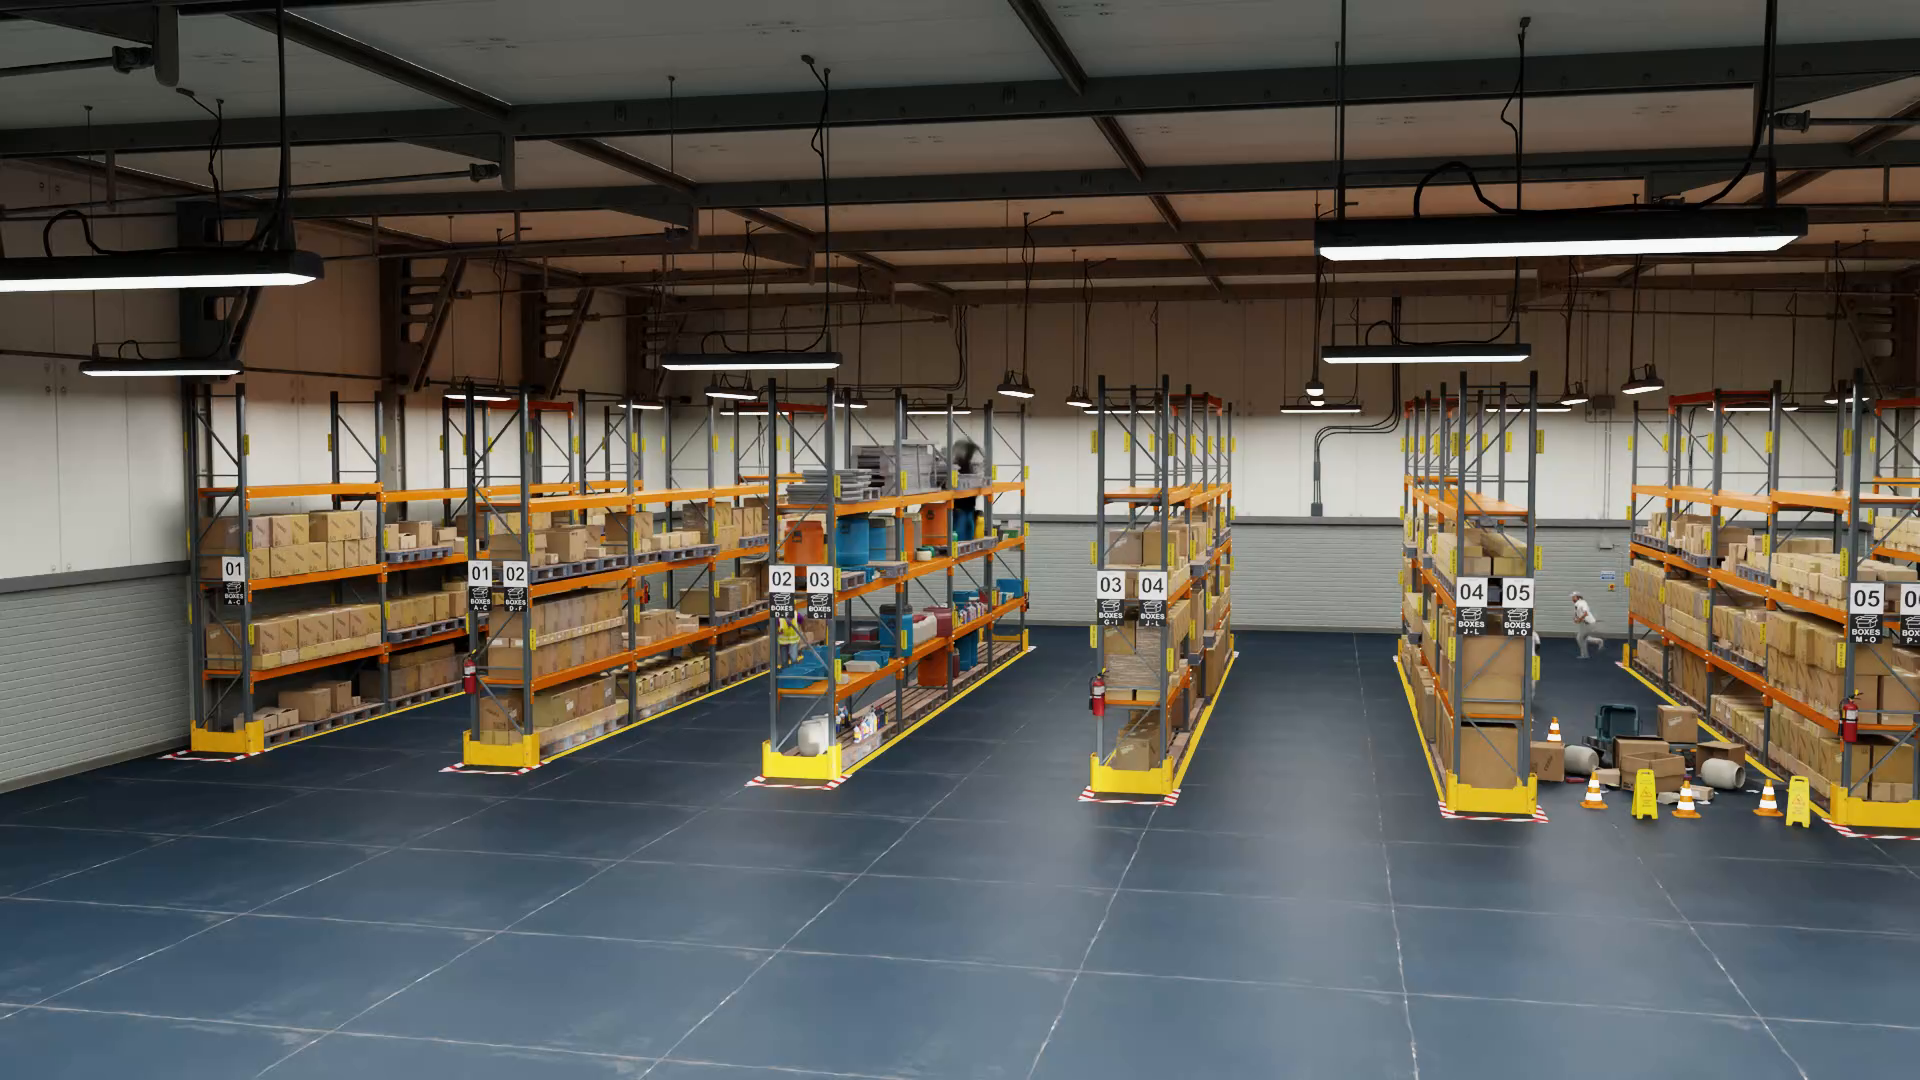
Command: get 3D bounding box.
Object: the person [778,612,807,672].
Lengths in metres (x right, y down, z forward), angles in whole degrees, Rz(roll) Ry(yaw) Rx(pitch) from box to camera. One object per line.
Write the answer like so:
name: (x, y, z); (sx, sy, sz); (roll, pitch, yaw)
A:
person: (-3.340, 2.032, 32.454); (0.715, 1.740, 0.962); (0, 3, -4)

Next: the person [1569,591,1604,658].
person: (14.692, 2.004, 38.991); (0.802, 1.607, 0.607); (1, 3, 15)

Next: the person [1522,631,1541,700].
person: (11.099, 2.334, 32.572); (0.571, 1.639, 0.722); (0, 3, 8)
